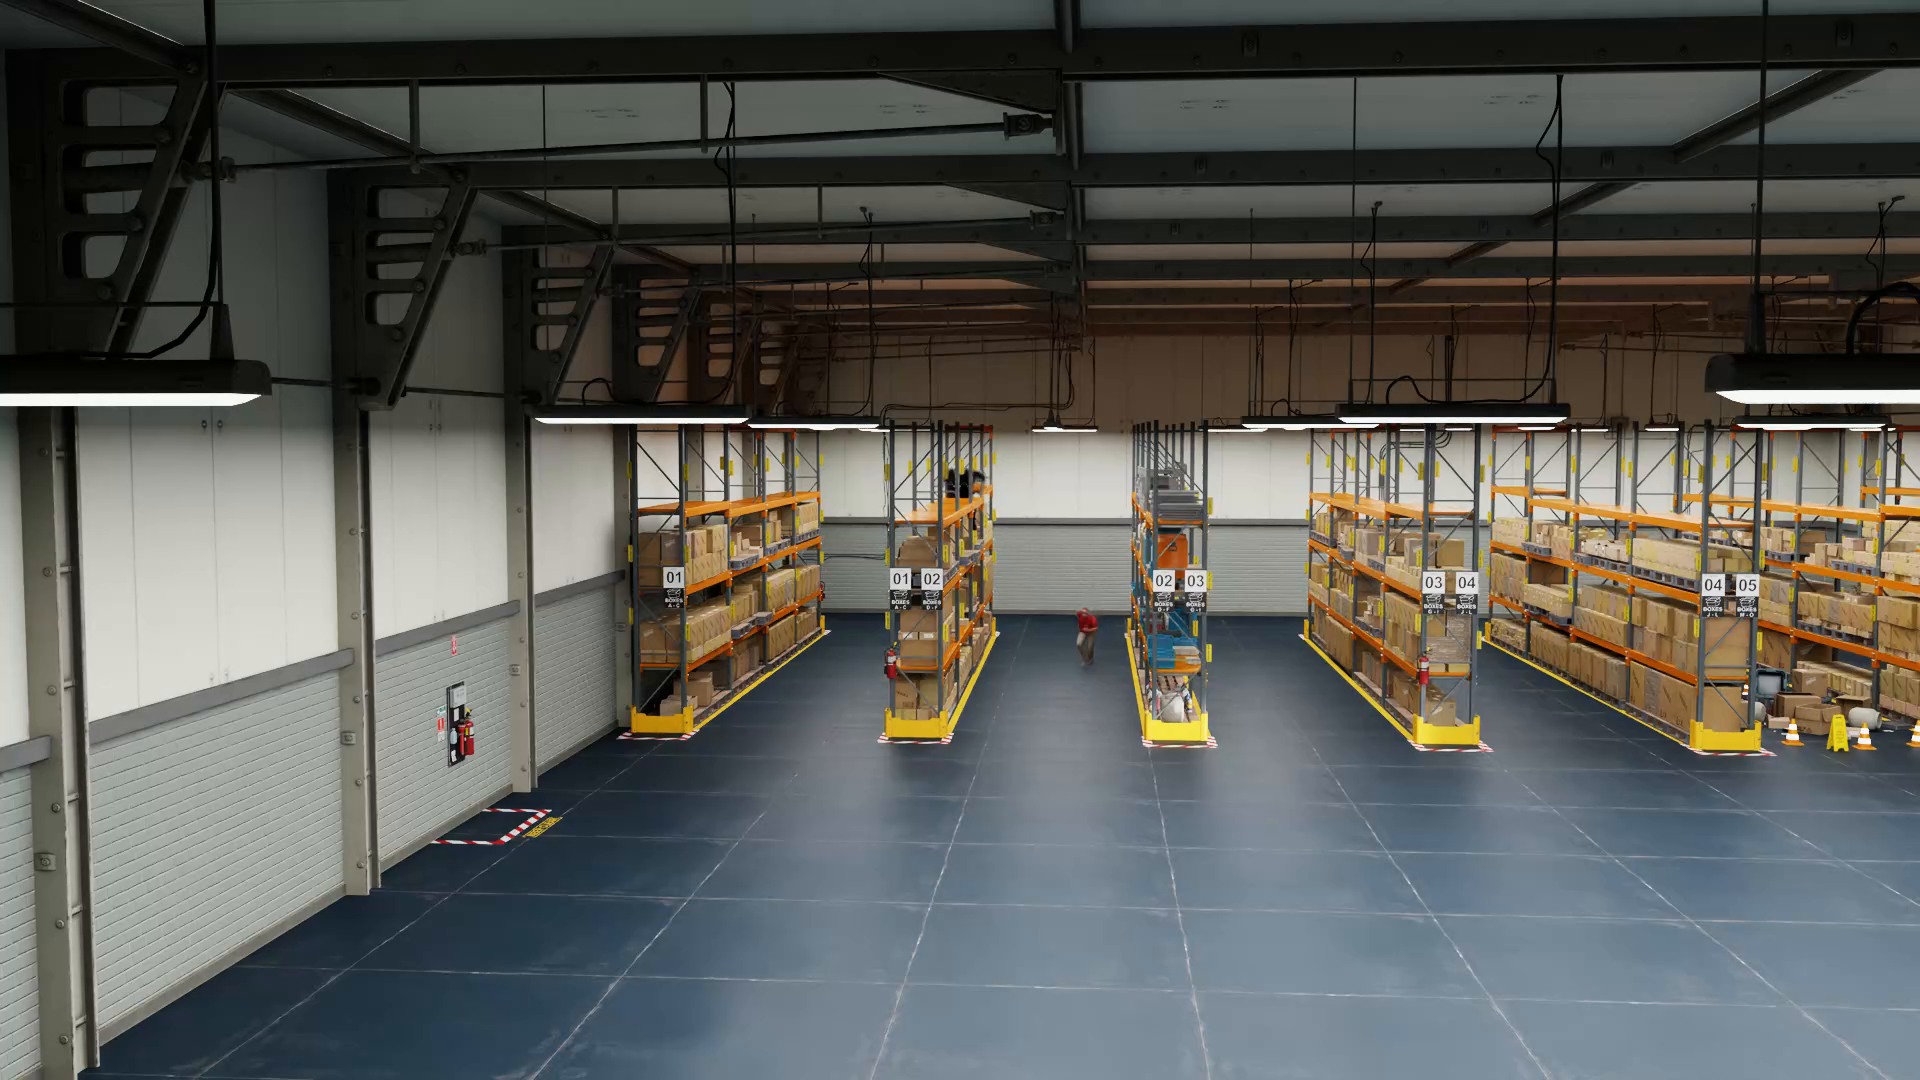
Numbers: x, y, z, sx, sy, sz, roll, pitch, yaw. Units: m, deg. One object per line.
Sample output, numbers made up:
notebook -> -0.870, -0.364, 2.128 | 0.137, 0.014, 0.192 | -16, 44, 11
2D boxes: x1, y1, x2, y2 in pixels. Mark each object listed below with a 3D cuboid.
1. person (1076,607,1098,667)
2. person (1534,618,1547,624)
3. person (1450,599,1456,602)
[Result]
person -> 3.185, 2.384, 41.227 | 0.655, 1.531, 1.180 | 1, 4, 21
person -> 16.437, 1.992, 46.836 | 0.727, 1.598, 0.577 | 3, 5, 37
person -> 13.621, 2.014, 46.120 | 0.647, 1.649, 0.778 | 1, 4, 17
